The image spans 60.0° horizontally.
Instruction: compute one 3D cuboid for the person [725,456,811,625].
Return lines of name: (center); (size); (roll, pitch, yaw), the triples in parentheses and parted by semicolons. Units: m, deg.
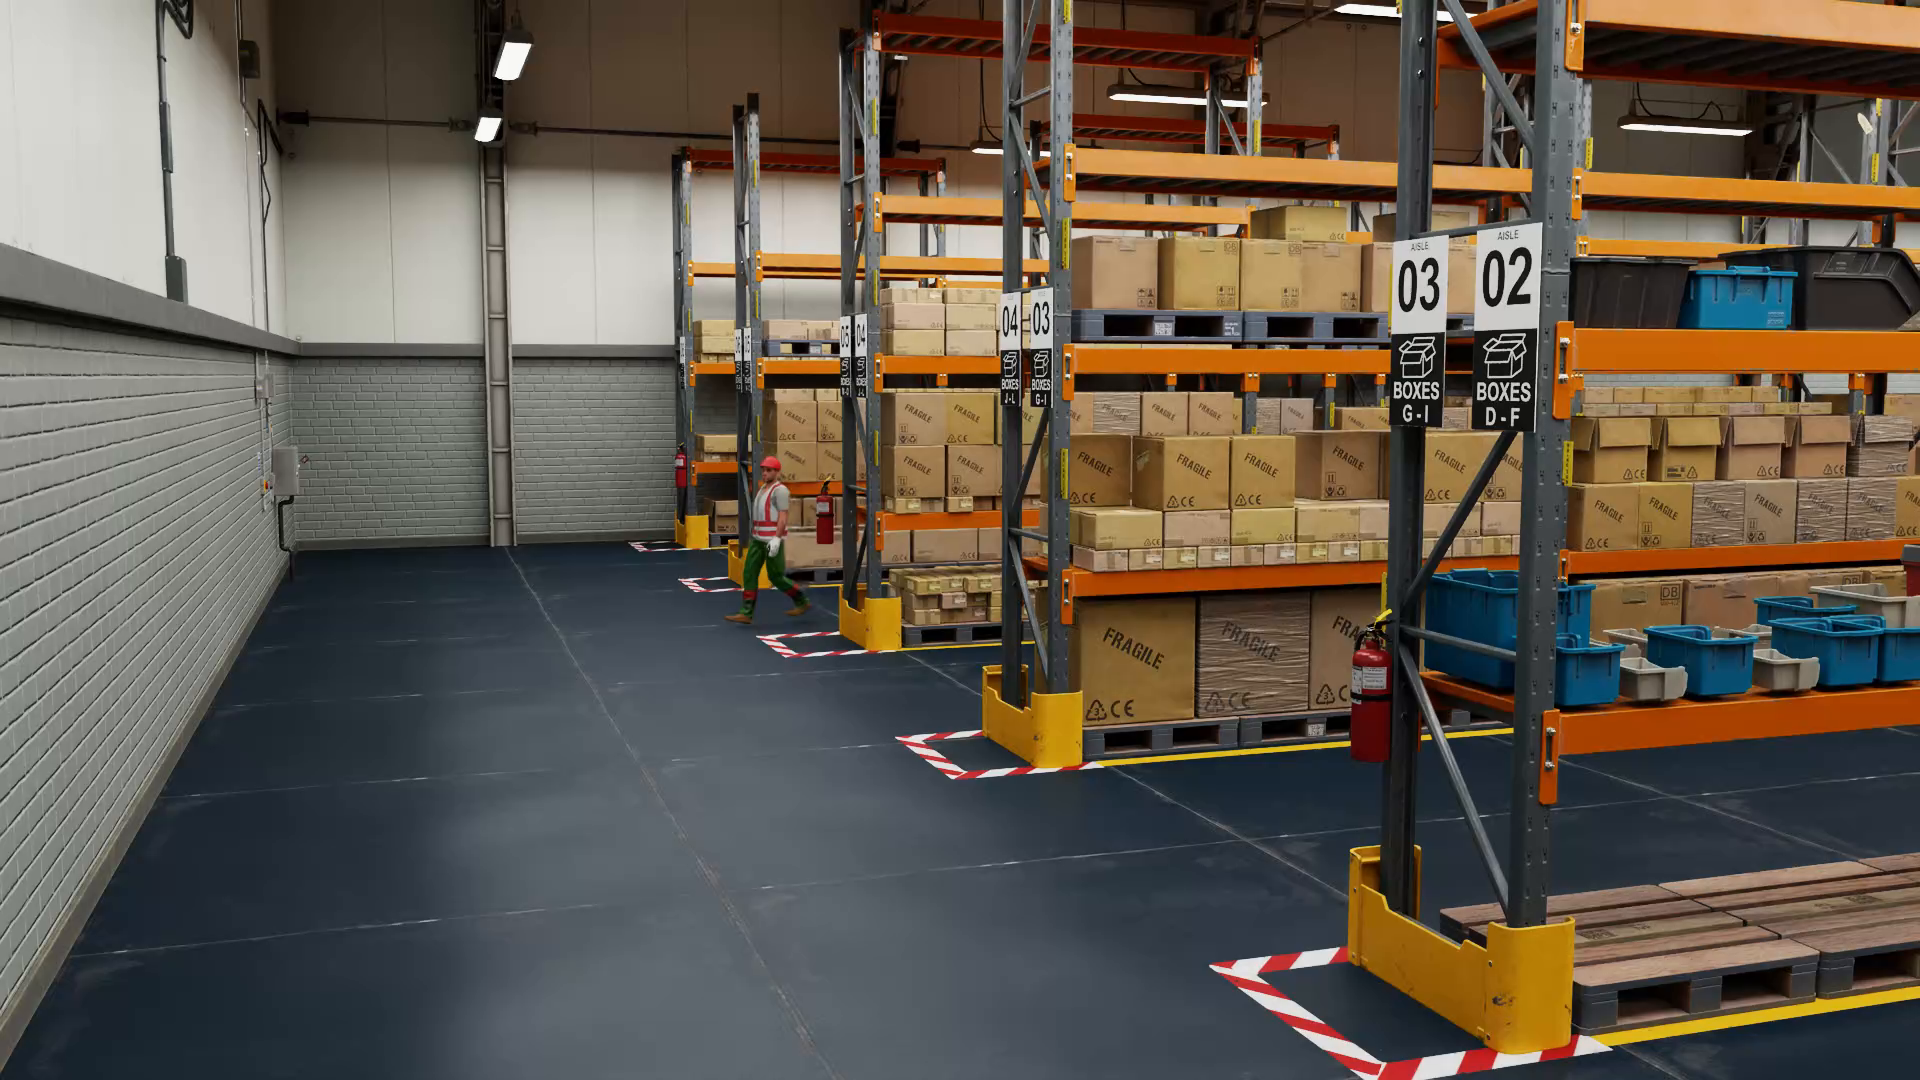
person: (-2.011, 0.006, 17.432); (0.948, 1.767, 0.599); (-4, 7, -36)
